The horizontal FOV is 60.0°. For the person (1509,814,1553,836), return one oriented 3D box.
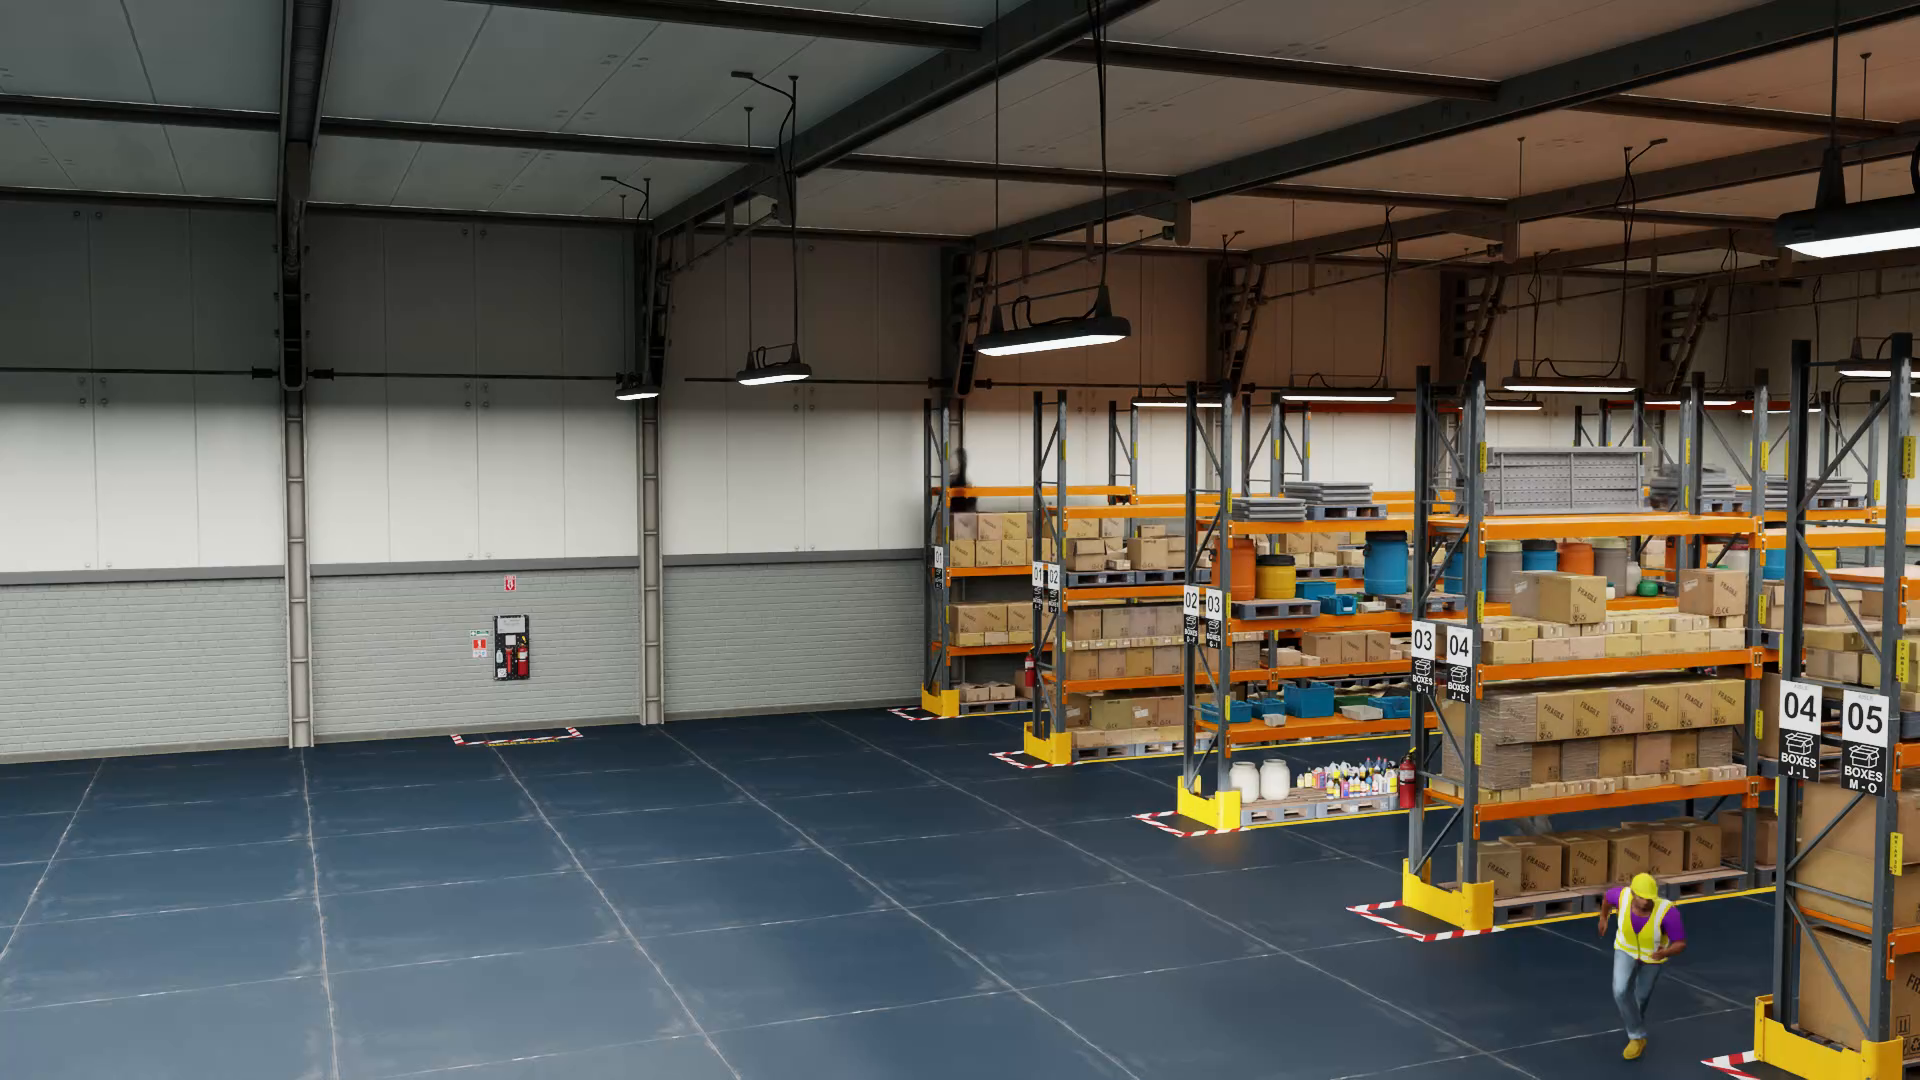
[{"bbox_3d":[7.114,3.066,20.622,0.659,1.754,0.632,-2,4,-26],"label":"person"}]

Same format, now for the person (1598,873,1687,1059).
[{"bbox_3d":[5.766,3.518,14.083,0.724,1.578,1.100,2,4,27],"label":"person"}]
